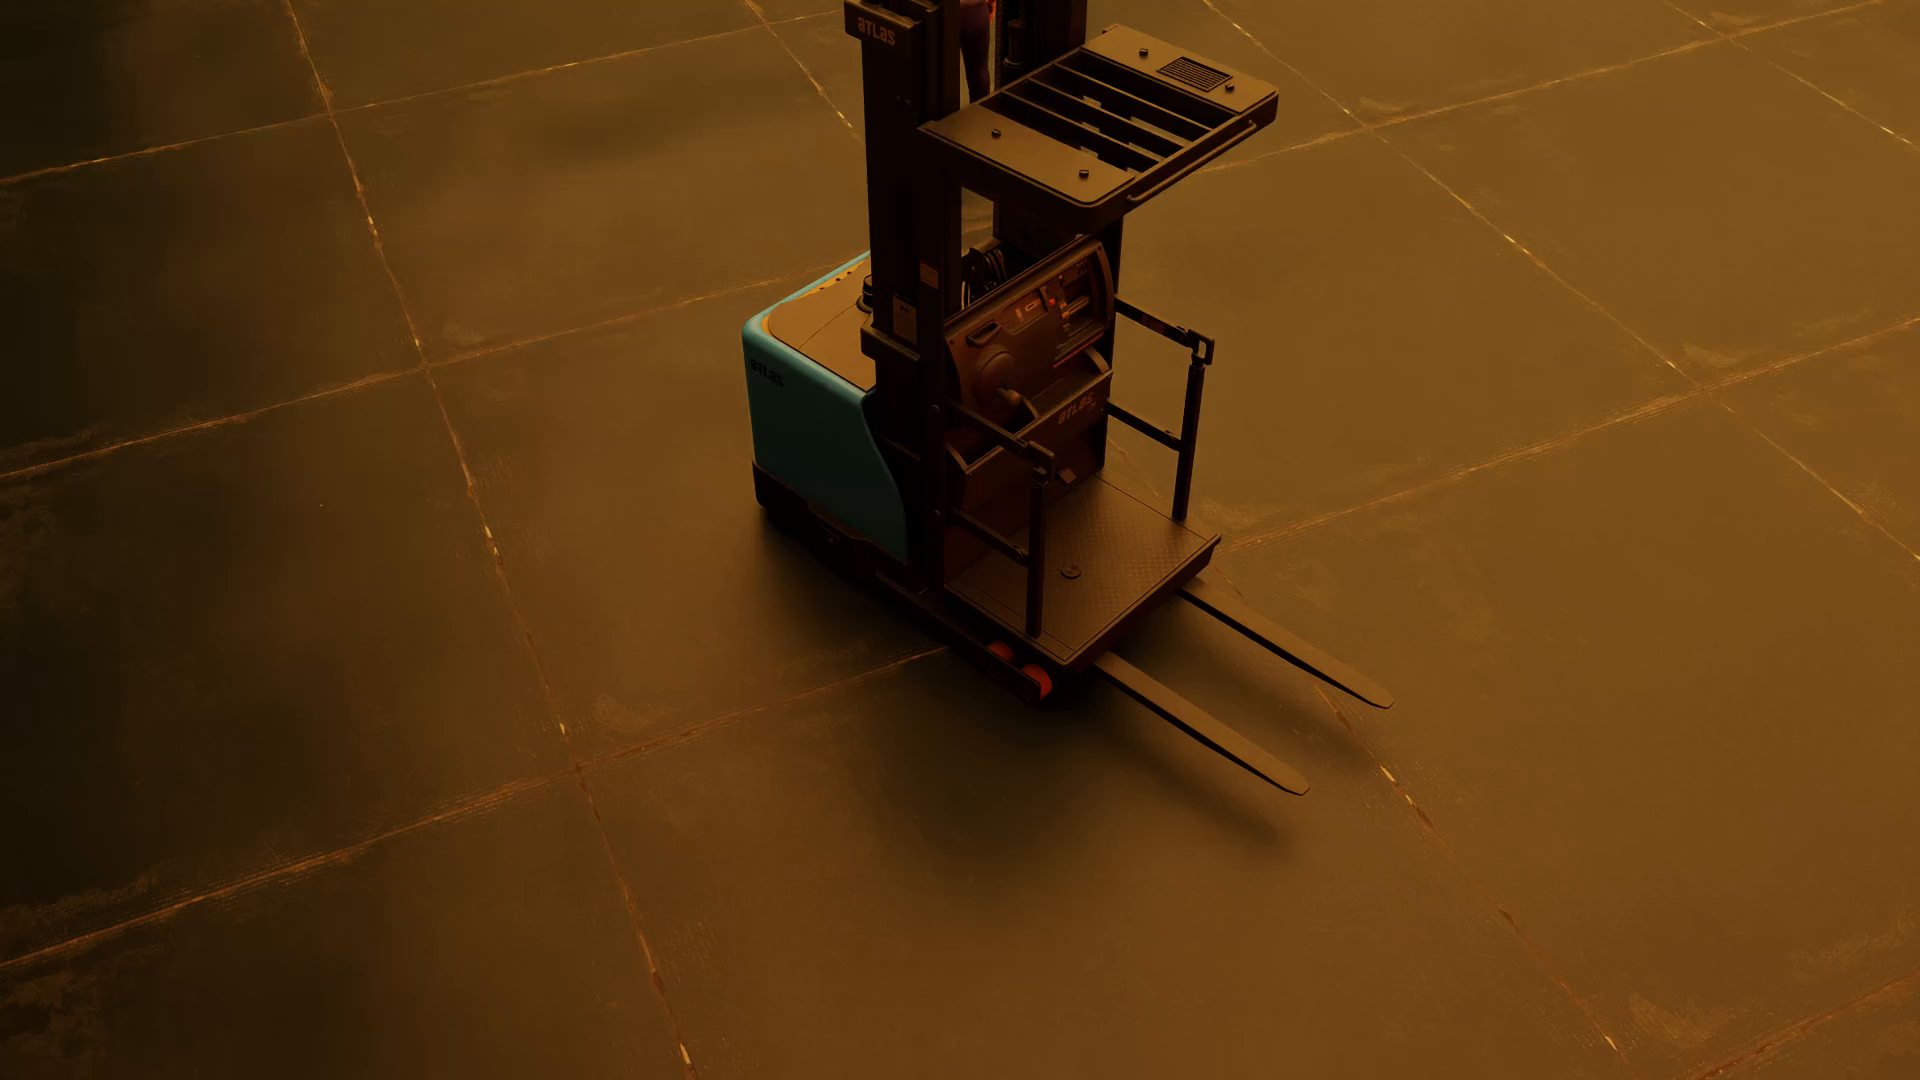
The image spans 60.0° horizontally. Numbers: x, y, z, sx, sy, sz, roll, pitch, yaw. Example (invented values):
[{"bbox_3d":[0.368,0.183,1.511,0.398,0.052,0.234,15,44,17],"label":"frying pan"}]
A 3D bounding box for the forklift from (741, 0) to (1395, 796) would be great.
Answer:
[{"bbox_3d":[0.445,-0.788,6.525,3.031,2.935,1.130,32,52,30],"label":"forklift"}]

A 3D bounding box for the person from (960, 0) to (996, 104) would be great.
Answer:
[{"bbox_3d":[-0.045,-3.178,10.015,0.598,1.651,0.502,-15,45,-16],"label":"person"}]
